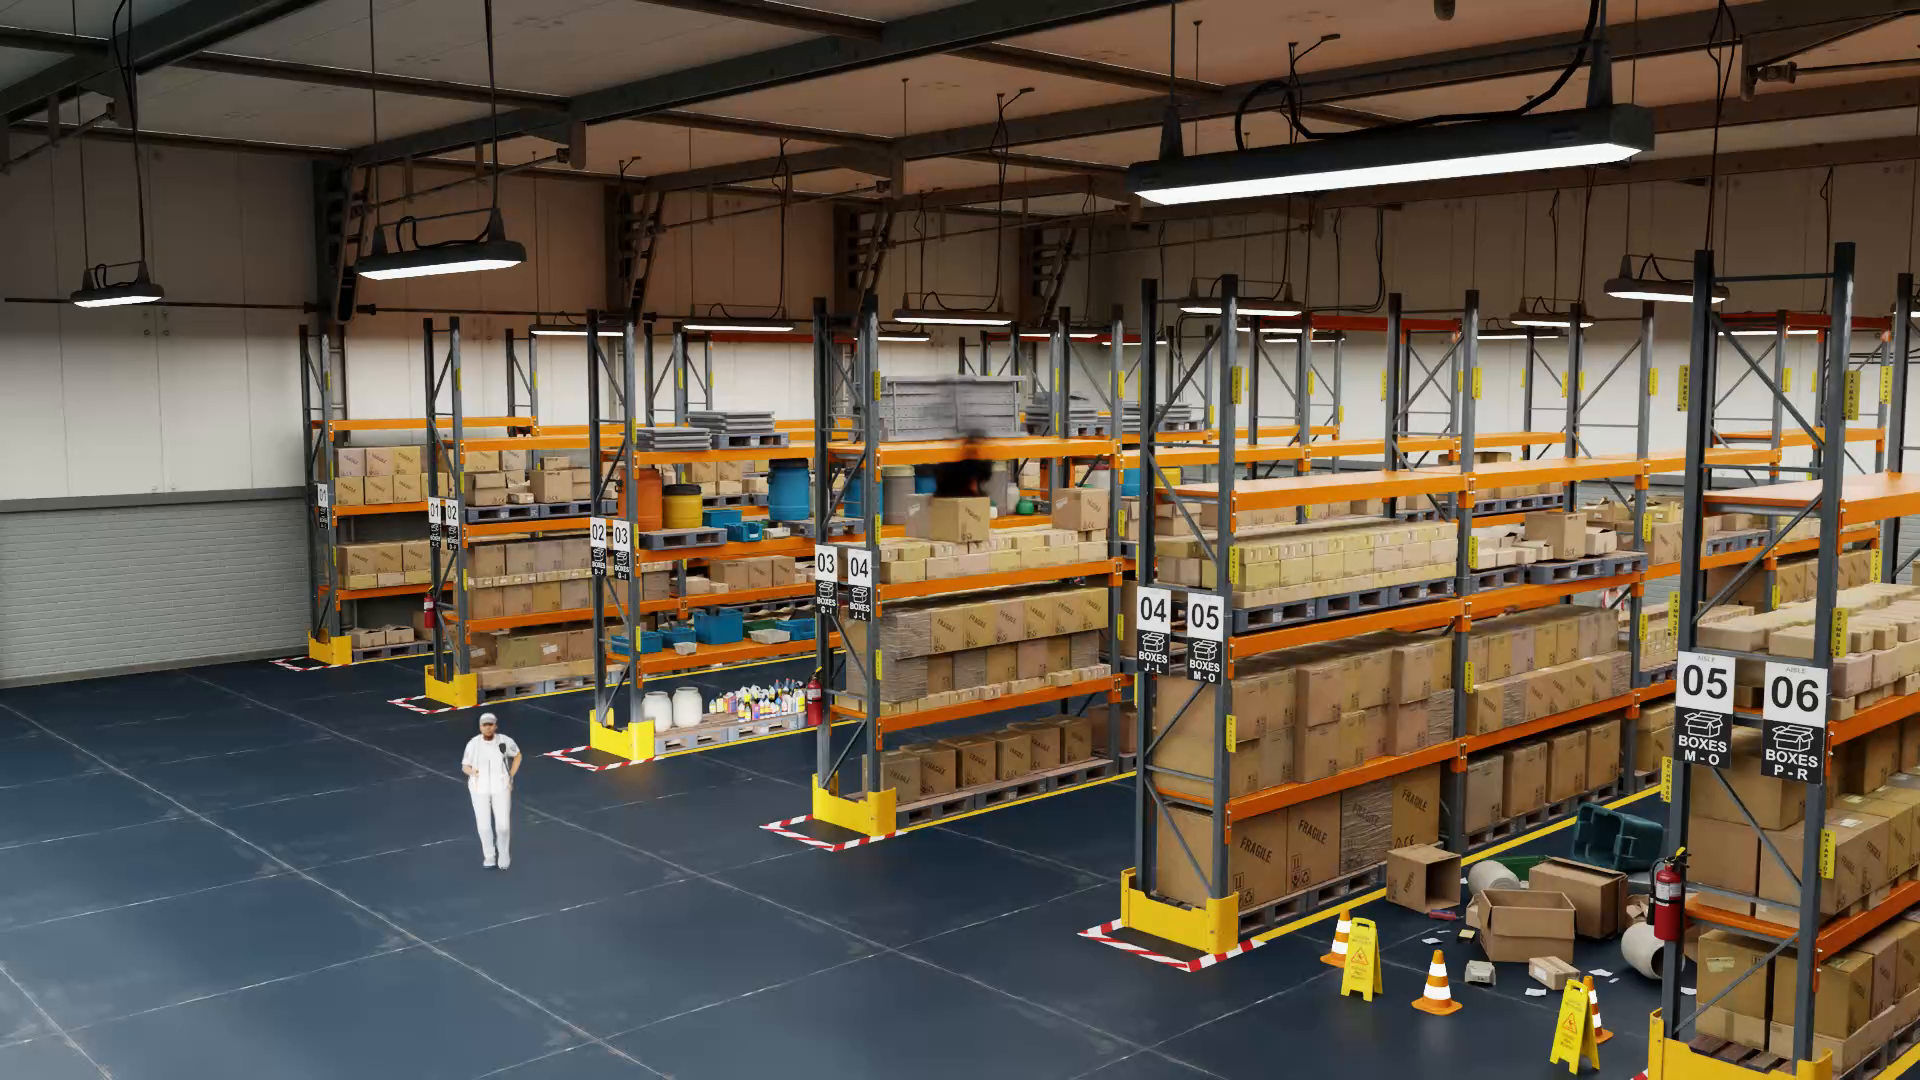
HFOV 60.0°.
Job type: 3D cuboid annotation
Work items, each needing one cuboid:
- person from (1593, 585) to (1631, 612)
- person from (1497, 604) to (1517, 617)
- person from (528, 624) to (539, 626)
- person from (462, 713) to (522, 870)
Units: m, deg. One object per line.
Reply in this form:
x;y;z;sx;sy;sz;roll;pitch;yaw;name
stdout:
10.925;1.491;27.755;0.681;1.841;0.670;5;8;41;person
8.302;1.748;25.215;0.697;1.756;0.872;5;8;43;person
-7.374;1.423;28.604;0.574;1.653;0.970;5;8;43;person
-4.846;2.616;17.208;0.588;1.656;0.603;-1;6;-11;person
